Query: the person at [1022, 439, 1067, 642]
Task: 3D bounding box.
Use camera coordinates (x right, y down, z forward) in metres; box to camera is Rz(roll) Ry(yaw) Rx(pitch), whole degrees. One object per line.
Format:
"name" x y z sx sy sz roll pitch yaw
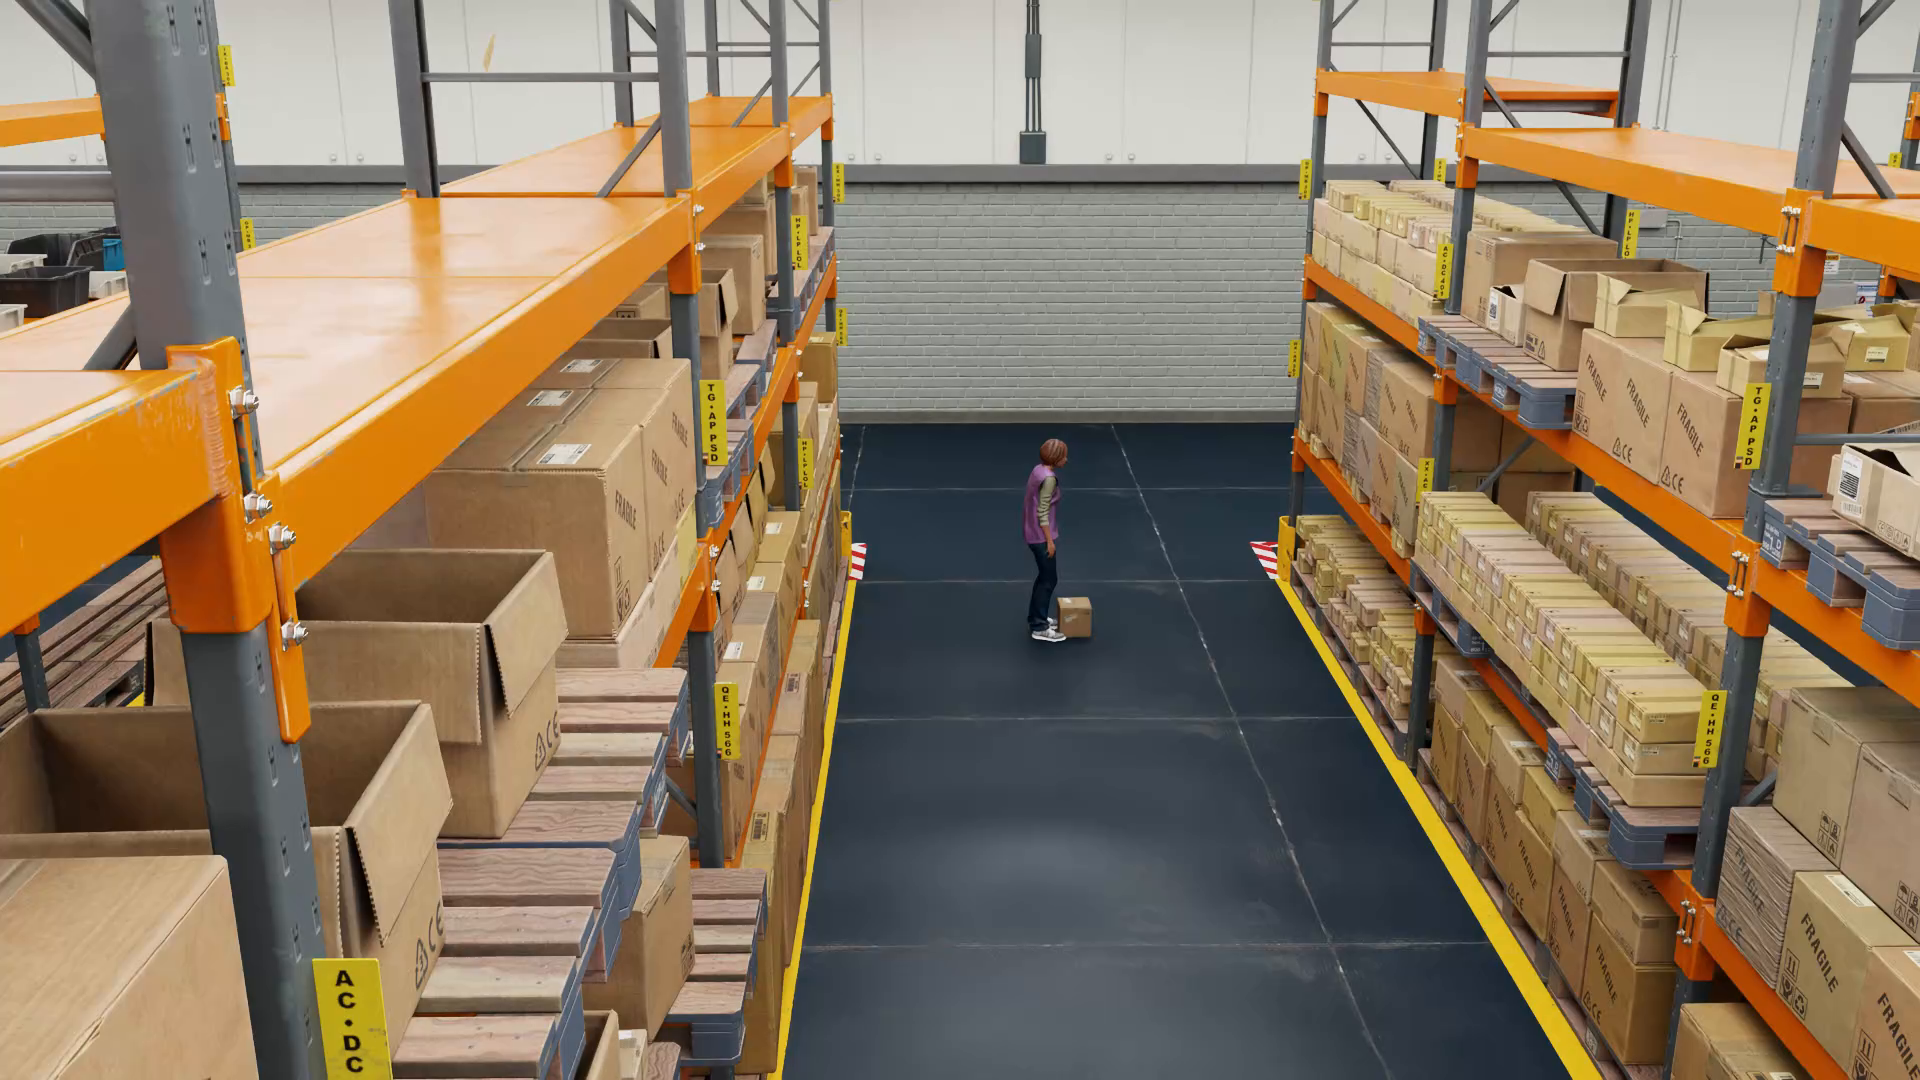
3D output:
"person" 0.667 -0.015 13.119 0.347 1.590 0.472 -1 17 -3
